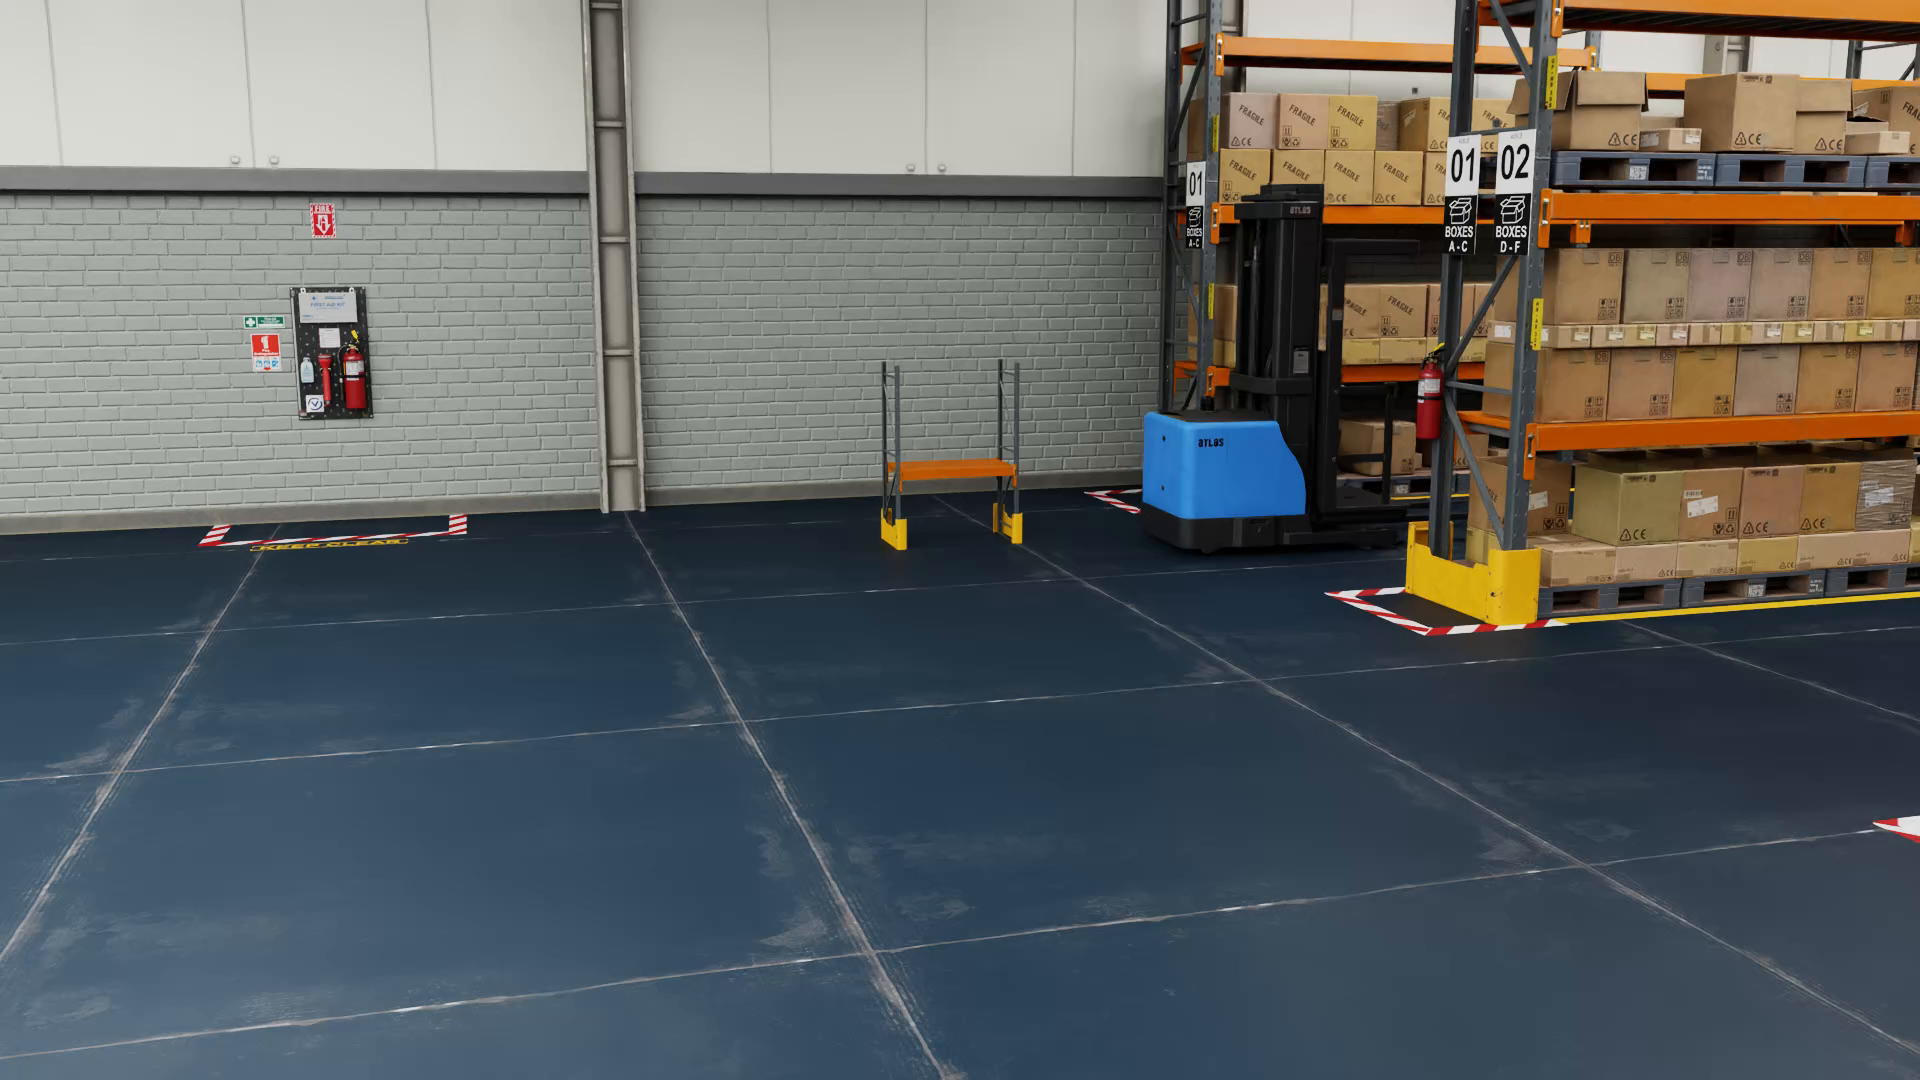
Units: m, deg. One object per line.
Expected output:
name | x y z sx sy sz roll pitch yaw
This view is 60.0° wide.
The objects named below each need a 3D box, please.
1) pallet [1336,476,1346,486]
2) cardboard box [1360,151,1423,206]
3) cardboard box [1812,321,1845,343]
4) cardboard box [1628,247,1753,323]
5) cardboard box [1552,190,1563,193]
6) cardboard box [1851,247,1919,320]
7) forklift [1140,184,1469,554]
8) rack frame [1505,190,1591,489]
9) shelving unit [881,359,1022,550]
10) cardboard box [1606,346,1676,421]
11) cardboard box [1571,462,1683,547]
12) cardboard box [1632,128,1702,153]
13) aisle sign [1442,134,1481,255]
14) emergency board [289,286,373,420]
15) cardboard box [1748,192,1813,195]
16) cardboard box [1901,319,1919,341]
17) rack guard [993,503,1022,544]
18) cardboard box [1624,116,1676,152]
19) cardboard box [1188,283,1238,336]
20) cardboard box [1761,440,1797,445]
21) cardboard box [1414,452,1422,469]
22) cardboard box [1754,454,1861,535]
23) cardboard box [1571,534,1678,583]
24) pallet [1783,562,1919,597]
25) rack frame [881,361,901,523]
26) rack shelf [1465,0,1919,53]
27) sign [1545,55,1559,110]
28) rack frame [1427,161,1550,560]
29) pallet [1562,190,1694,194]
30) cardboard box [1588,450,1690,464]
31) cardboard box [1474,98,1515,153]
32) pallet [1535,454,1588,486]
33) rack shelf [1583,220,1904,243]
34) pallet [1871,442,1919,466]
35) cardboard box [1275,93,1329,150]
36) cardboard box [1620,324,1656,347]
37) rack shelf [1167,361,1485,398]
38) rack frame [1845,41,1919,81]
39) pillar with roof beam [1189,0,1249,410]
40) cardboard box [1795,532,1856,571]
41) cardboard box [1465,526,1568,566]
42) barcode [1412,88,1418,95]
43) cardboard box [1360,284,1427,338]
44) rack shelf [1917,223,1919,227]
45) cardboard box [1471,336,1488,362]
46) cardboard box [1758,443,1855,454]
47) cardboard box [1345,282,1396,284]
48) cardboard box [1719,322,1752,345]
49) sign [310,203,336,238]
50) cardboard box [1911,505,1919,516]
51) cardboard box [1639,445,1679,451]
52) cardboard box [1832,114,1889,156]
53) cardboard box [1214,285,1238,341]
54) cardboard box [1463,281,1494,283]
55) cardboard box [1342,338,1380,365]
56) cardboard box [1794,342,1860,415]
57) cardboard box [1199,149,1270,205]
pallet | 3.031 -0.547 16.434 1.213 0.211 1.003 -3 11 -16
cardboard box | 4.091 -3.466 15.972 0.500 0.500 0.500 -2 11 -12
cardboard box | 5.976 -1.474 11.701 0.250 0.149 0.380 -3 11 -14
cardboard box | 5.046 -1.783 11.587 0.500 0.500 0.700 -3 11 -16
cardboard box | 5.591 -3.547 16.415 0.500 0.500 0.500 -3 11 -14
cardboard box | 6.488 -1.859 11.999 0.500 0.500 0.700 -3 11 -16
forklift | 3.110 -1.452 13.841 3.031 2.935 1.130 -3 11 -14
rack frame | 6.009 -2.082 17.070 0.127 3.000 1.000 -3 11 -16
shelving unit | -0.073 -0.734 13.890 1.083 1.500 0.587 -3 11 -16
cardboard box | 4.511 -1.116 11.550 0.500 0.500 0.700 -3 11 -14
cardboard box | 4.613 -0.256 11.514 0.500 0.500 0.500 -3 11 -16
cardboard box | 4.735 -2.674 11.151 0.250 0.149 0.380 -3 11 -16
aisle sign | 3.411 -2.345 11.318 0.004 0.787 0.394 -3 11 -16
emergency board | -5.546 -1.643 14.687 0.643 1.169 0.194 -3 11 -16
cardboard box | 8.579 -3.771 17.618 0.637 0.503 0.797 -1 11 -8
cardboard box | 6.707 -1.512 11.908 0.250 0.149 0.380 -3 11 -18
rack guard | 0.405 -0.144 14.140 0.087 0.250 0.587 -3 11 -16
cardboard box | 4.588 -2.799 11.551 0.500 0.250 0.500 -3 11 -16
cardboard box | 2.561 -2.245 16.245 0.500 0.500 0.500 -3 11 -17
cardboard box | 8.646 -1.220 18.077 0.500 0.500 0.700 -3 11 -16
cardboard box | 4.468 -0.819 16.868 0.250 0.149 0.380 -4 11 -21
cardboard box | 6.050 -0.333 11.935 0.500 0.500 0.500 -3 11 -16
cardboard box | 4.613 0.113 11.583 0.500 0.250 0.500 -3 11 -16
pallet | 6.622 0.183 12.467 1.213 0.211 1.003 -3 11 -16
rack frame | -0.570 -0.708 13.748 0.032 1.500 0.500 -3 11 -16
rack shelf | 5.477 -3.520 11.402 4.000 0.370 1.077 -3 11 -16
sign | 3.706 -2.866 10.410 0.005 0.325 0.100 -3 11 -16
rack frame | 3.556 -1.018 11.294 0.127 3.000 1.000 -3 11 -16
pallet | 6.631 -3.477 16.885 1.003 0.211 1.213 -3 11 -16
cardboard box | 4.944 -0.374 12.154 0.500 0.500 0.500 -3 11 -16
cardboard box | 5.077 -4.006 16.142 0.500 0.500 0.500 -2 11 -13
pallet | 6.756 -0.750 17.538 1.213 0.211 1.003 -3 11 -16
rack shelf | 7.929 -3.304 17.413 4.000 0.370 1.077 -3 11 -16
pallet | 10.627 -0.940 18.568 1.213 0.211 1.003 -3 11 -16
cardboard box | 3.102 -3.899 15.564 0.500 0.500 0.500 -3 11 -17
cardboard box | 4.486 -1.395 11.273 0.250 0.149 0.380 -3 11 -16
rack shelf | 4.089 -1.627 16.585 4.000 0.370 1.077 -3 11 -16
rack frame | 9.849 -5.235 17.626 0.127 3.000 1.000 -3 11 -16
pillar with roof beam | 3.802 -4.267 12.371 0.400 9.000 9.100 -3 11 -16
cardboard box | 6.054 0.038 11.991 0.500 0.250 0.500 -3 11 -16
cardboard box | 3.989 0.049 11.931 0.500 0.250 0.500 -3 11 -16
barcode | 4.554 -4.496 16.650 0.075 0.075 0.001 -3 11 -16
cardboard box | 4.178 -2.233 16.177 0.500 0.500 0.500 -3 11 -14
rack shelf | 9.317 -2.444 12.737 4.000 0.370 1.077 -3 11 -16
cardboard box | 5.158 -1.917 16.536 0.500 0.250 0.500 -3 11 -16
cardboard box | 6.386 -0.448 12.560 0.500 0.500 0.500 -3 11 -16
cardboard box | 4.026 -2.321 16.658 0.500 0.500 0.500 -3 11 -15
cardboard box | 5.229 -1.435 11.487 0.250 0.149 0.380 -3 11 -17
sign | -5.581 -2.800 14.569 0.199 0.298 0.001 -3 11 -16
cardboard box | 7.714 -0.147 12.992 0.500 0.250 0.500 -3 11 -16
cardboard box | 7.193 -1.144 17.664 0.500 0.500 0.700 -3 11 -17
cardboard box | 6.321 -2.921 12.041 0.500 0.311 0.500 -4 11 -19
cardboard box | 2.711 -2.156 15.762 0.500 0.500 0.500 -3 11 -16
cardboard box | 5.499 -2.399 17.082 0.500 0.500 0.500 -3 11 -17
cardboard box | 3.711 -1.838 16.107 0.500 0.250 0.500 -3 11 -17
cardboard box | 5.985 -1.194 11.971 0.500 0.500 0.700 -3 11 -15
cardboard box | 2.559 -3.387 15.544 0.500 0.500 0.500 -3 11 -14
